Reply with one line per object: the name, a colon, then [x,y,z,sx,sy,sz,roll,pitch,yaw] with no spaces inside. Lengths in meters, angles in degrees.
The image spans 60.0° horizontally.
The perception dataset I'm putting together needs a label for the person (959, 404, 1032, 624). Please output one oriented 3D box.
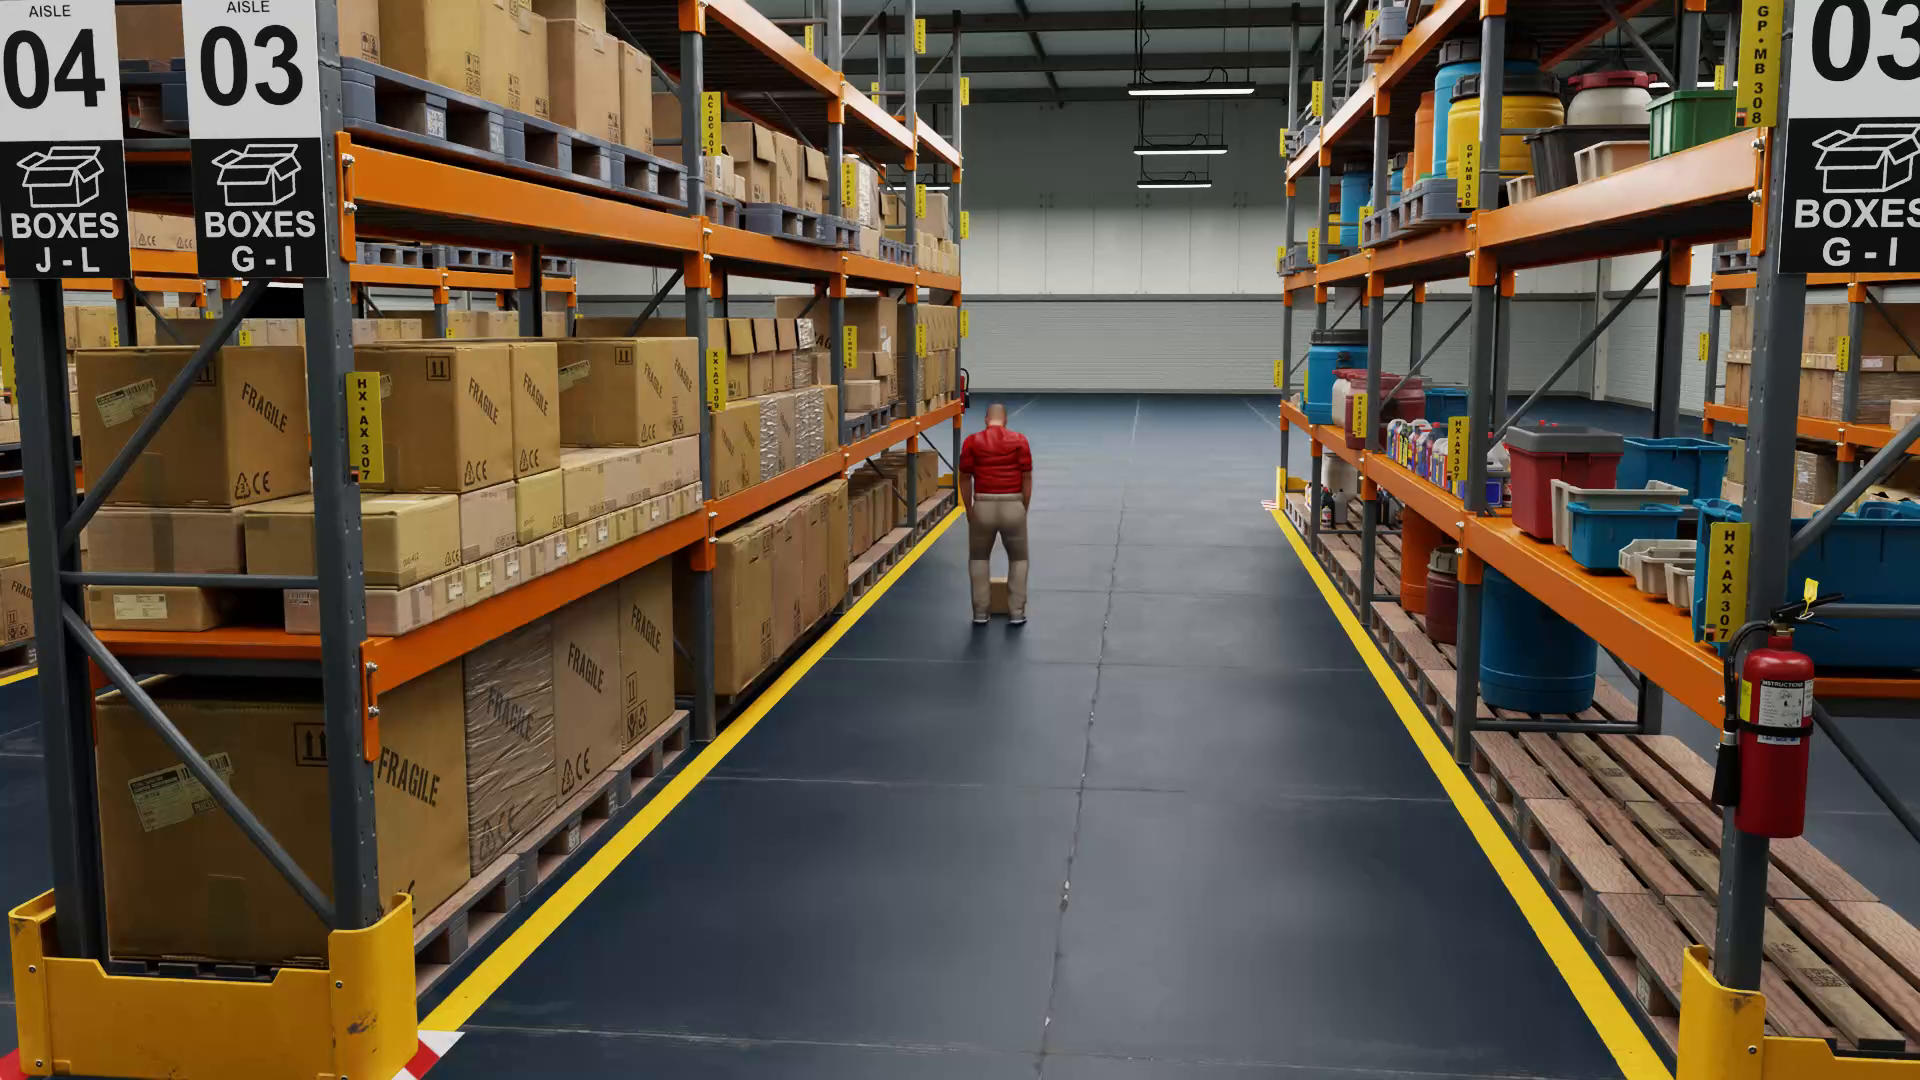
person: [0.267,-0.191,12.584,0.560,1.666,0.447,1,8,8]
